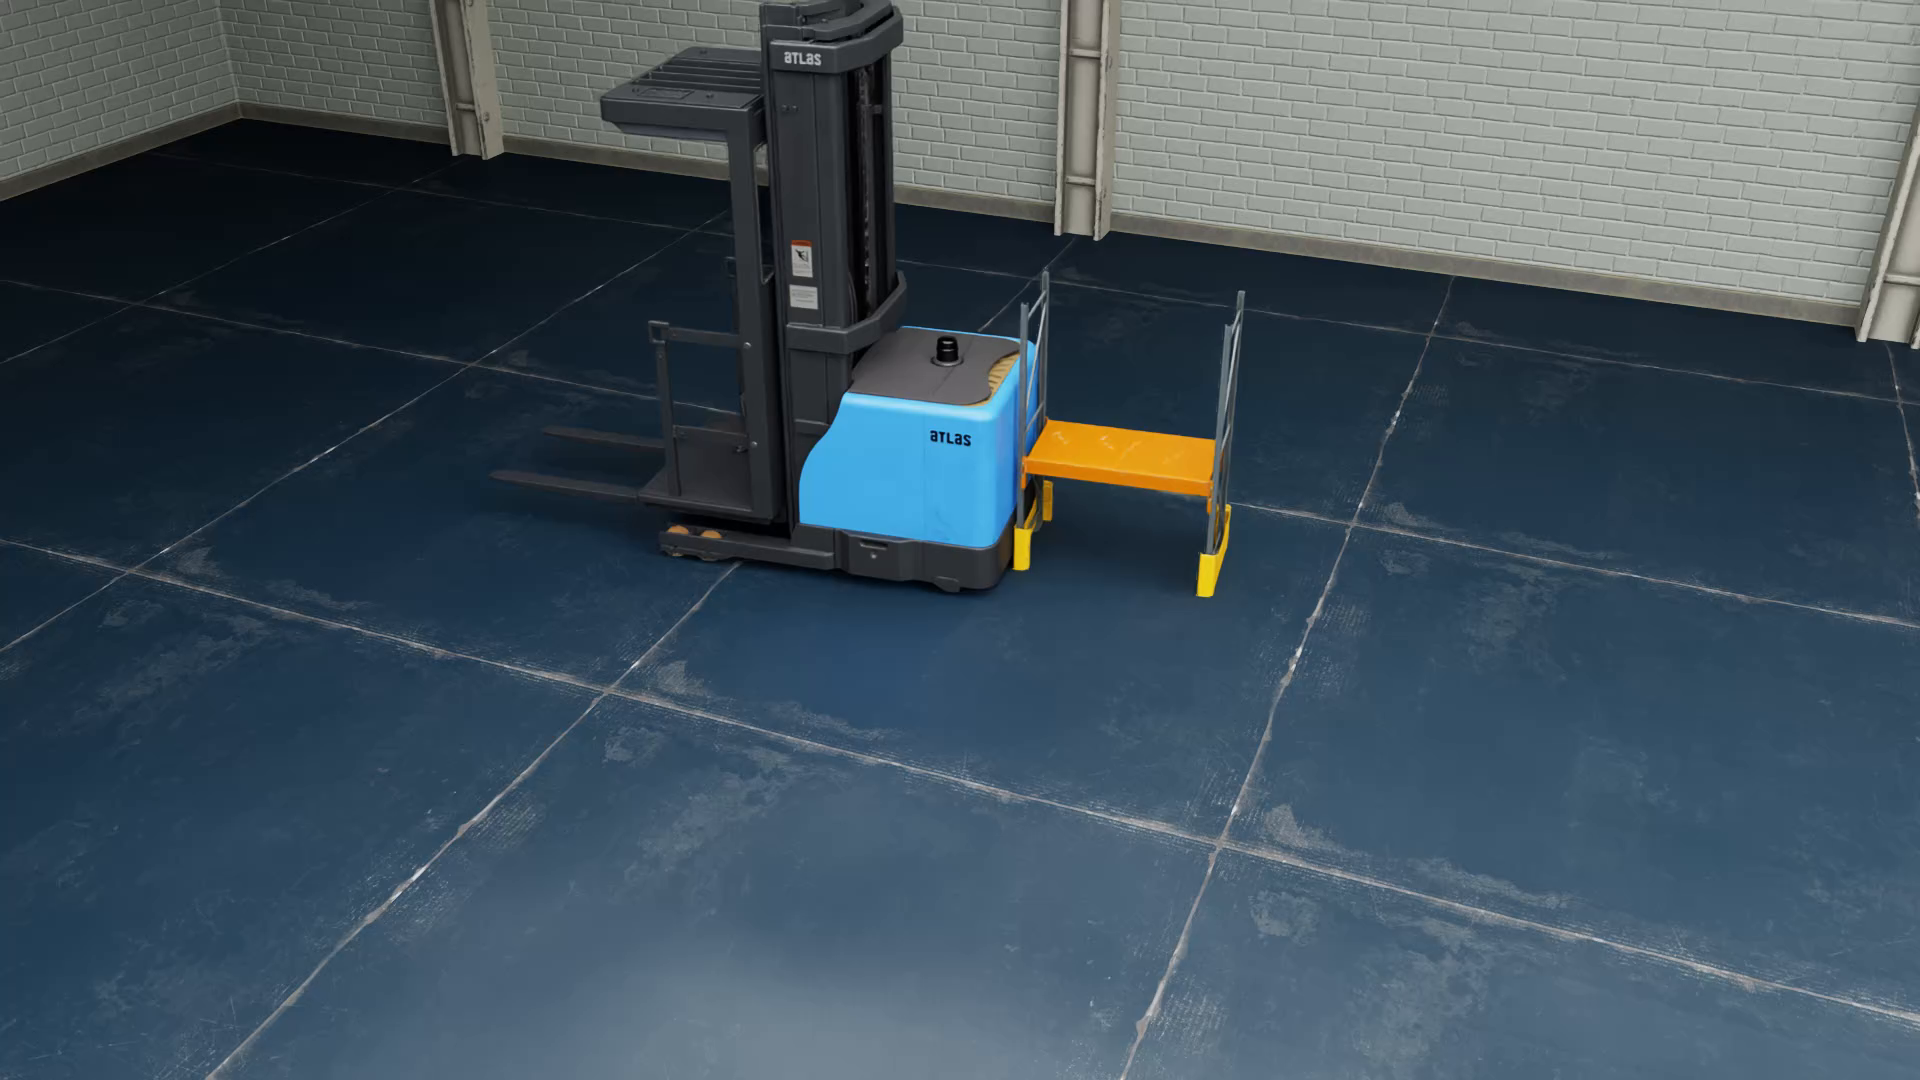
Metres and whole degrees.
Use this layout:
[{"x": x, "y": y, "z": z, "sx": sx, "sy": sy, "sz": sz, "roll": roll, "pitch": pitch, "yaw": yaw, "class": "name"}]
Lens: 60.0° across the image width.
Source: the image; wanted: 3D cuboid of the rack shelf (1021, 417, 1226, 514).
[{"x": 0.873, "y": -0.405, "z": 8.807, "sx": 1.000, "sy": 0.185, "sz": 0.538, "roll": 8, "pitch": 30, "yaw": 14, "class": "rack shelf"}]

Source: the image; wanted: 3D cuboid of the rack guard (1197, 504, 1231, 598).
[{"x": 1.361, "y": 0.052, "z": 8.904, "sx": 0.087, "sy": 0.250, "sz": 0.587, "roll": 8, "pitch": 30, "yaw": 14, "class": "rack guard"}]

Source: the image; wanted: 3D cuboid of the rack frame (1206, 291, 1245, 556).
[{"x": 1.362, "y": -0.492, "z": 8.596, "sx": 0.032, "sy": 1.500, "sz": 0.500, "roll": 8, "pitch": 30, "yaw": 14, "class": "rack frame"}]

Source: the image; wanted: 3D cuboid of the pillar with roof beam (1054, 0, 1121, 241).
[{"x": -0.606, "y": -4.504, "z": 8.073, "sx": 0.400, "sy": 9.000, "sz": 9.100, "roll": 11, "pitch": 31, "yaw": 19, "class": "pillar with roof beam"}]

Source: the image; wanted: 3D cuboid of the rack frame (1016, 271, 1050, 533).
[{"x": 0.385, "y": -0.631, "z": 8.841, "sx": 0.032, "sy": 1.500, "sz": 0.500, "roll": 8, "pitch": 30, "yaw": 14, "class": "rack frame"}]

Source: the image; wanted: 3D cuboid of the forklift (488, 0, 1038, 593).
[{"x": -1.138, "y": -1.399, "z": 8.746, "sx": 3.031, "sy": 2.935, "sz": 1.130, "roll": 8, "pitch": 30, "yaw": 14, "class": "forklift"}]

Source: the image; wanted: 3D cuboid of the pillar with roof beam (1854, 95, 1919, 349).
[{"x": 4.953, "y": -3.394, "z": 6.109, "sx": 0.400, "sy": 9.000, "sz": 9.100, "roll": 11, "pitch": 31, "yaw": 19, "class": "pillar with roof beam"}]

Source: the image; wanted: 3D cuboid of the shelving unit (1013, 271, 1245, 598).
[{"x": 0.882, "y": -0.560, "z": 8.717, "sx": 1.083, "sy": 1.500, "sz": 0.587, "roll": 8, "pitch": 30, "yaw": 14, "class": "shelving unit"}]

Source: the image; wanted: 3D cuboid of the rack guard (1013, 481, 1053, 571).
[{"x": 0.403, "y": -0.084, "z": 9.144, "sx": 0.087, "sy": 0.250, "sz": 0.587, "roll": 8, "pitch": 30, "yaw": 14, "class": "rack guard"}]

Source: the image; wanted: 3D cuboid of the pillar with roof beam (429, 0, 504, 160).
[{"x": -6.166, "y": -5.614, "z": 10.037, "sx": 0.400, "sy": 9.000, "sz": 9.100, "roll": 11, "pitch": 31, "yaw": 19, "class": "pillar with roof beam"}]
